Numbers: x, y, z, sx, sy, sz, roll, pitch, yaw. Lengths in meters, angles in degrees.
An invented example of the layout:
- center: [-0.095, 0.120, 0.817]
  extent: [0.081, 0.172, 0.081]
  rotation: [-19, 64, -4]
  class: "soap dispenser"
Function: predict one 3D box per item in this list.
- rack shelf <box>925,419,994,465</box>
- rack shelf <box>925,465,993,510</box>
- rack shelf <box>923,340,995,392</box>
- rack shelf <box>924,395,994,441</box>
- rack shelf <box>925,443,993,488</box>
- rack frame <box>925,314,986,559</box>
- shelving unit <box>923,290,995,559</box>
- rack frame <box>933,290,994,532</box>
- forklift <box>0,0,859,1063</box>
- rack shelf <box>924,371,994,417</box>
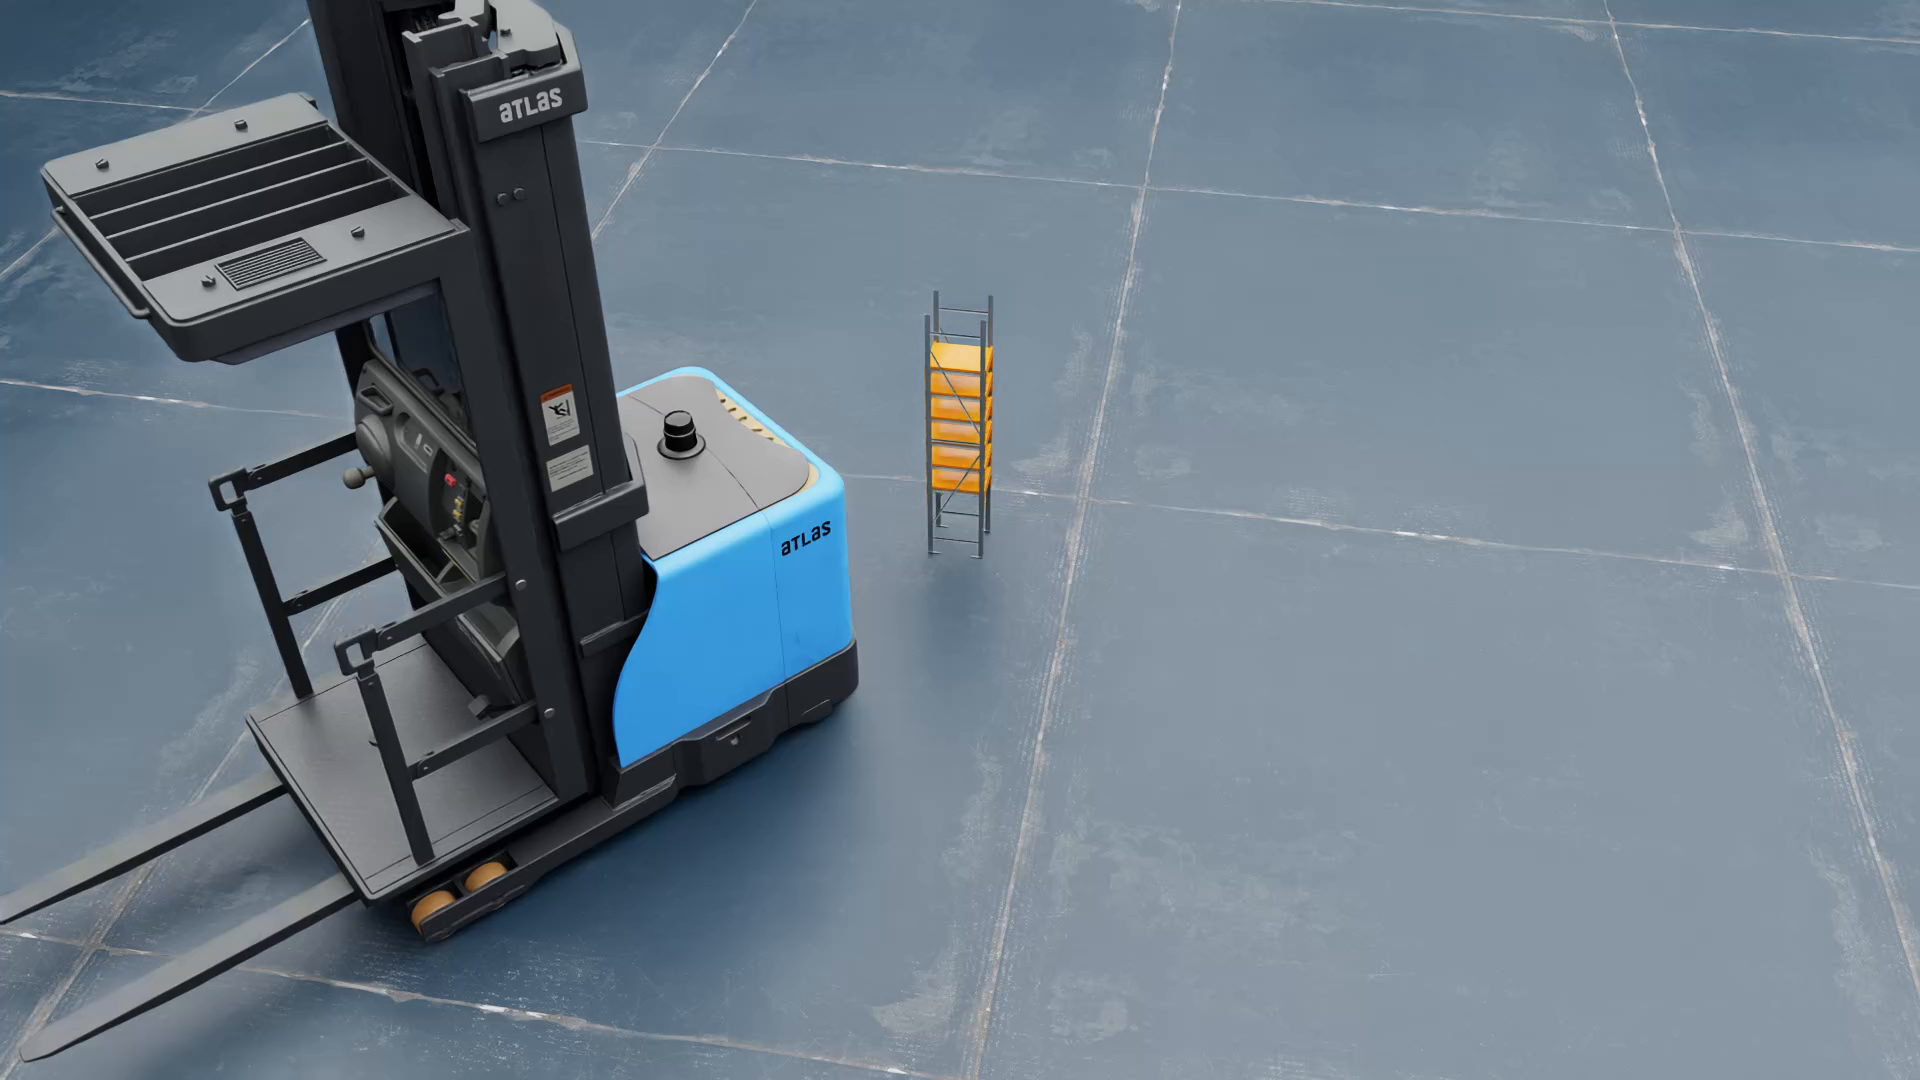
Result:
- center: [-0.002, -0.419, 6.885]
  extent: [0.258, 0.103, 0.180]
  rotation: [6, 40, 8]
  class: "rack shelf"
- center: [-0.003, -0.234, 7.038]
  extent: [0.258, 0.103, 0.180]
  rotation: [6, 40, 8]
  class: "rack shelf"
- center: [-0.002, -0.697, 6.656]
  extent: [0.258, 0.103, 0.180]
  rotation: [6, 40, 8]
  class: "rack shelf"
- center: [-0.002, -0.512, 6.809]
  extent: [0.258, 0.103, 0.180]
  rotation: [6, 40, 8]
  class: "rack shelf"
- center: [-0.003, -0.327, 6.961]
  extent: [0.258, 0.103, 0.180]
  rotation: [6, 40, 8]
  class: "rack shelf"
- center: [-0.018, -0.396, 6.787]
  extent: [0.240, 1.200, 0.006]
  rotation: [6, 40, 8]
  class: "rack frame"
- center: [-0.002, -0.453, 6.857]
  extent: [0.258, 1.200, 0.189]
  rotation: [6, 40, 8]
  class: "shelving unit"
- center: [0.013, -0.511, 6.926]
  extent: [0.240, 1.200, 0.006]
  rotation: [6, 40, 8]
  class: "rack frame"
- center: [-1.855, -0.162, 5.145]
  extent: [3.031, 2.935, 1.130]
  rotation: [-28, 47, -29]
  class: "forklift"
- center: [-0.002, -0.604, 6.732]
  extent: [0.258, 0.103, 0.180]
  rotation: [6, 40, 8]
  class: "rack shelf"
